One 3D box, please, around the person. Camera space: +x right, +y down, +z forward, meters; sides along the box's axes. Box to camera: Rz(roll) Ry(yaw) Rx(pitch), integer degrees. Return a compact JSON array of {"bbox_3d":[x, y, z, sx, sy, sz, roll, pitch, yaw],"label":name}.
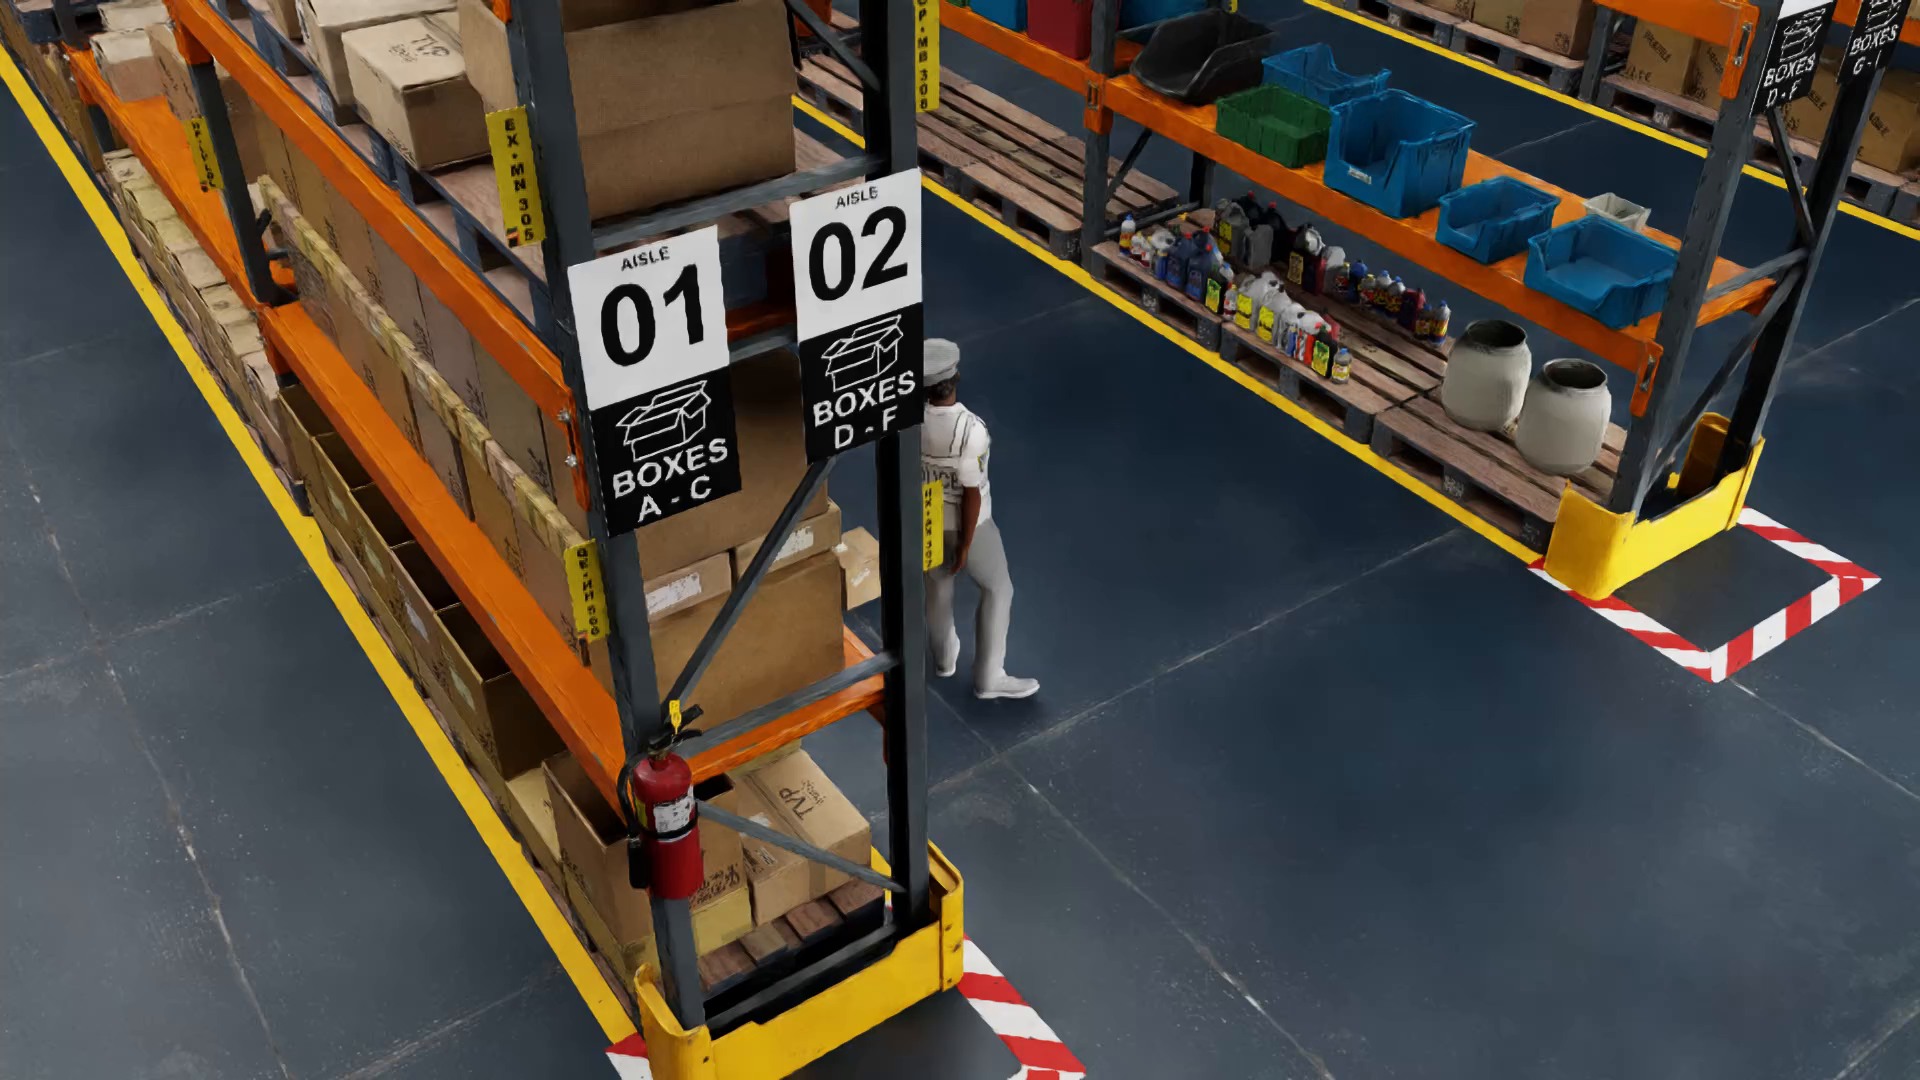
[{"bbox_3d":[0.061,-0.054,7.084,0.693,1.645,0.452,17,40,21],"label":"person"}]
